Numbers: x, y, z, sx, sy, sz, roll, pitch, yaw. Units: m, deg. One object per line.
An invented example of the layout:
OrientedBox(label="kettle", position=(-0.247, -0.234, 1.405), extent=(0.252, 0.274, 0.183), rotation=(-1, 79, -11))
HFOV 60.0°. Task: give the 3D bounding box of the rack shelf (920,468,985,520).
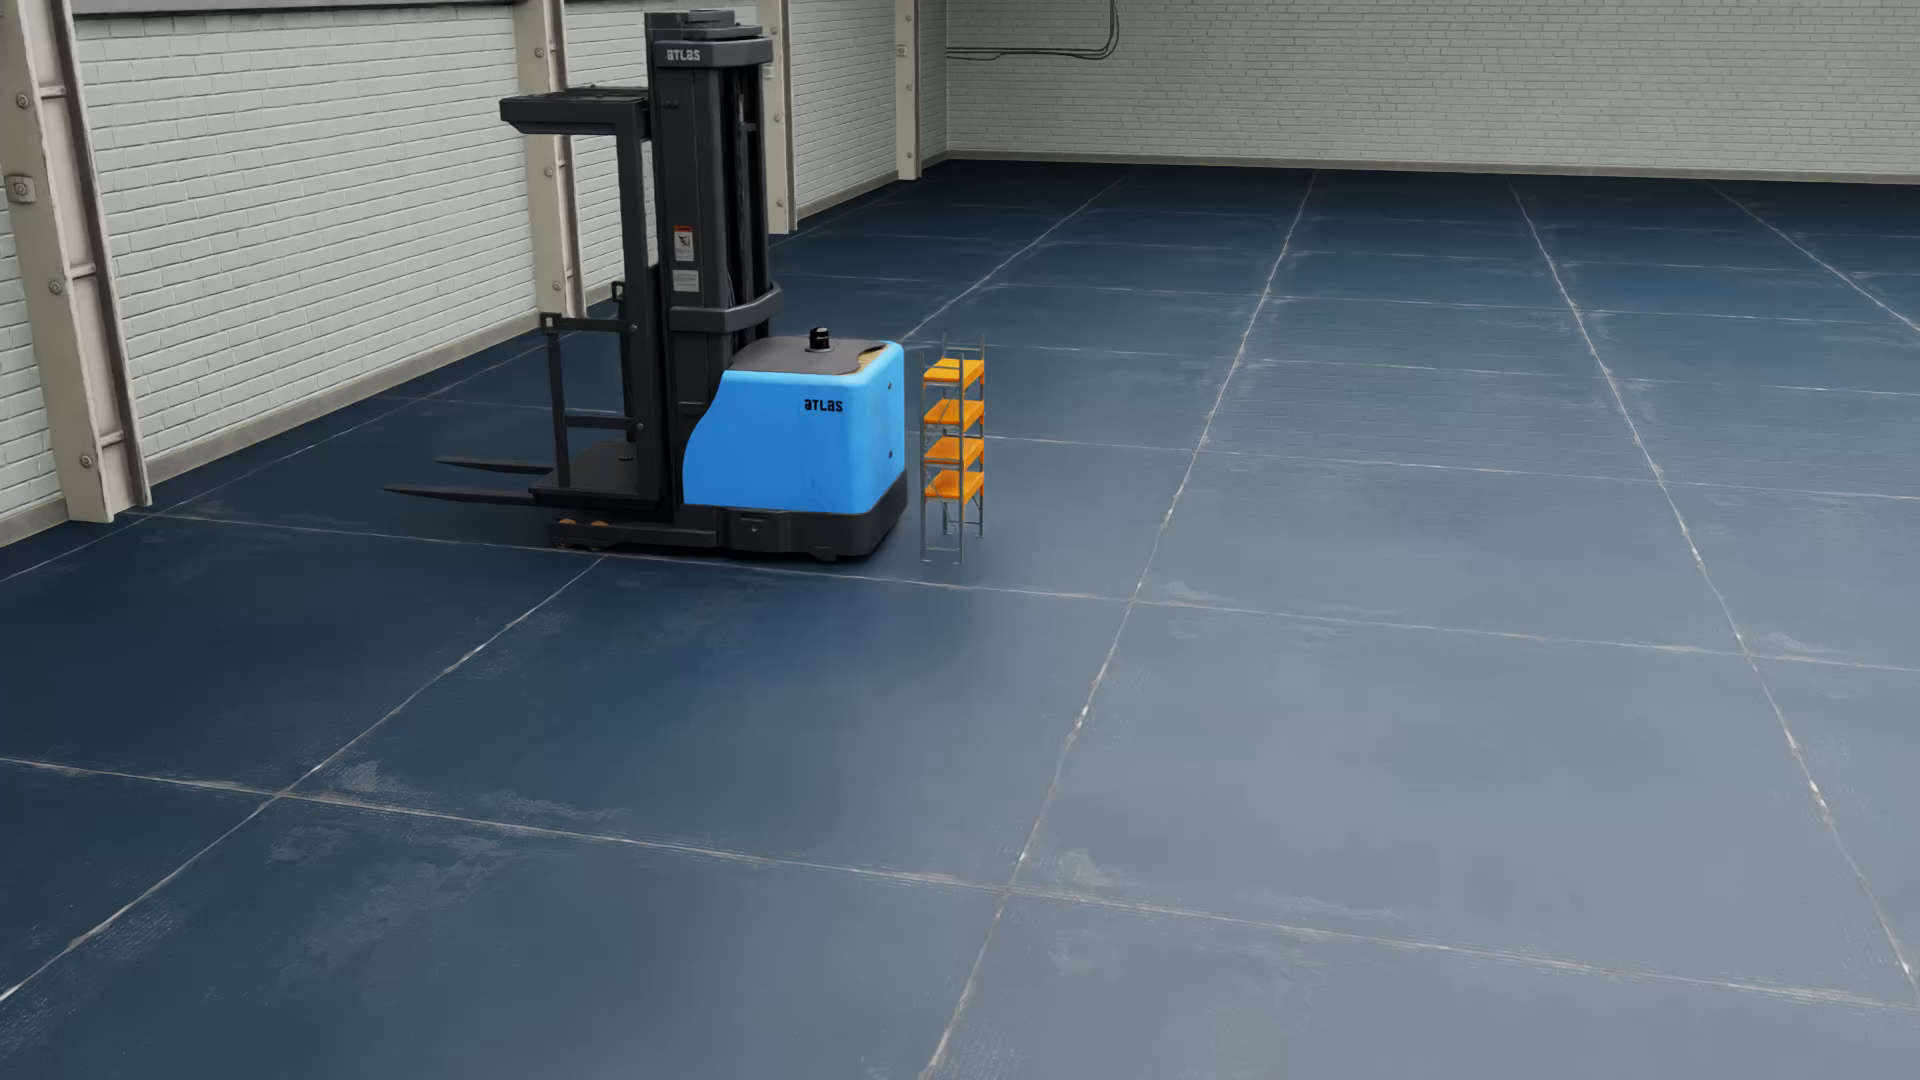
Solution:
OrientedBox(label="rack shelf", position=(-0.040, -0.264, 9.428), extent=(0.258, 0.148, 0.480), rotation=(5, 19, 13))

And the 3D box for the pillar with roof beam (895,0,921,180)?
OrientedBox(label="pillar with roof beam", position=(3.355, -9.736, 24.270), extent=(9.100, 9.000, 0.400), rotation=(5, 19, 13))

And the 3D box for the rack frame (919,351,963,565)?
OrientedBox(label="rack frame", position=(-0.100, -0.439, 9.118), extent=(0.240, 1.200, 0.015), rotation=(5, 19, 13))

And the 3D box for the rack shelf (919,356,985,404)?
OrientedBox(label="rack shelf", position=(-0.040, -0.888, 9.215), extent=(0.258, 0.148, 0.480), rotation=(5, 19, 13))

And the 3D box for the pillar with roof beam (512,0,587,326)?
OrientedBox(label="pillar with roof beam", position=(0.424, -5.975, 13.259), extent=(9.100, 9.000, 0.400), rotation=(5, 19, 13))

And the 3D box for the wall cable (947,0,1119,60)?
OrientedBox(label="wall cable", position=(1.183, -9.426, 28.165), extent=(3.097, 2.526, 0.112), rotation=(5, 19, 13))

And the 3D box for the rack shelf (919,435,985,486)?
OrientedBox(label="rack shelf", position=(-0.040, -0.452, 9.363), extent=(0.258, 0.148, 0.480), rotation=(5, 19, 13))

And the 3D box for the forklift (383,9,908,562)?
OrientedBox(label="forklift", position=(-1.888, -1.489, 9.512), extent=(3.031, 2.935, 1.130), rotation=(4, 19, 11))

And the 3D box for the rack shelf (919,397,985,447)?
OrientedBox(label="rack shelf", position=(-0.040, -0.664, 9.291), extent=(0.258, 0.148, 0.480), rotation=(5, 19, 13))

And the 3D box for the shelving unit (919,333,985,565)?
OrientedBox(label="shelving unit", position=(-0.040, -0.516, 9.342), extent=(0.258, 1.200, 0.503), rotation=(5, 19, 13))

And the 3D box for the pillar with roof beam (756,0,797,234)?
OrientedBox(label="pillar with roof beam", position=(1.889, -7.856, 18.764), extent=(9.100, 9.000, 0.400), rotation=(5, 19, 13))

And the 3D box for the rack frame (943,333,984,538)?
OrientedBox(label="rack frame", position=(0.019, -0.592, 9.566), extent=(0.240, 1.200, 0.015), rotation=(5, 19, 13))

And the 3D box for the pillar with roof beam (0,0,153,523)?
OrientedBox(label="pillar with roof beam", position=(-1.042, -4.094, 7.753), extent=(9.100, 9.000, 0.400), rotation=(5, 19, 13))
